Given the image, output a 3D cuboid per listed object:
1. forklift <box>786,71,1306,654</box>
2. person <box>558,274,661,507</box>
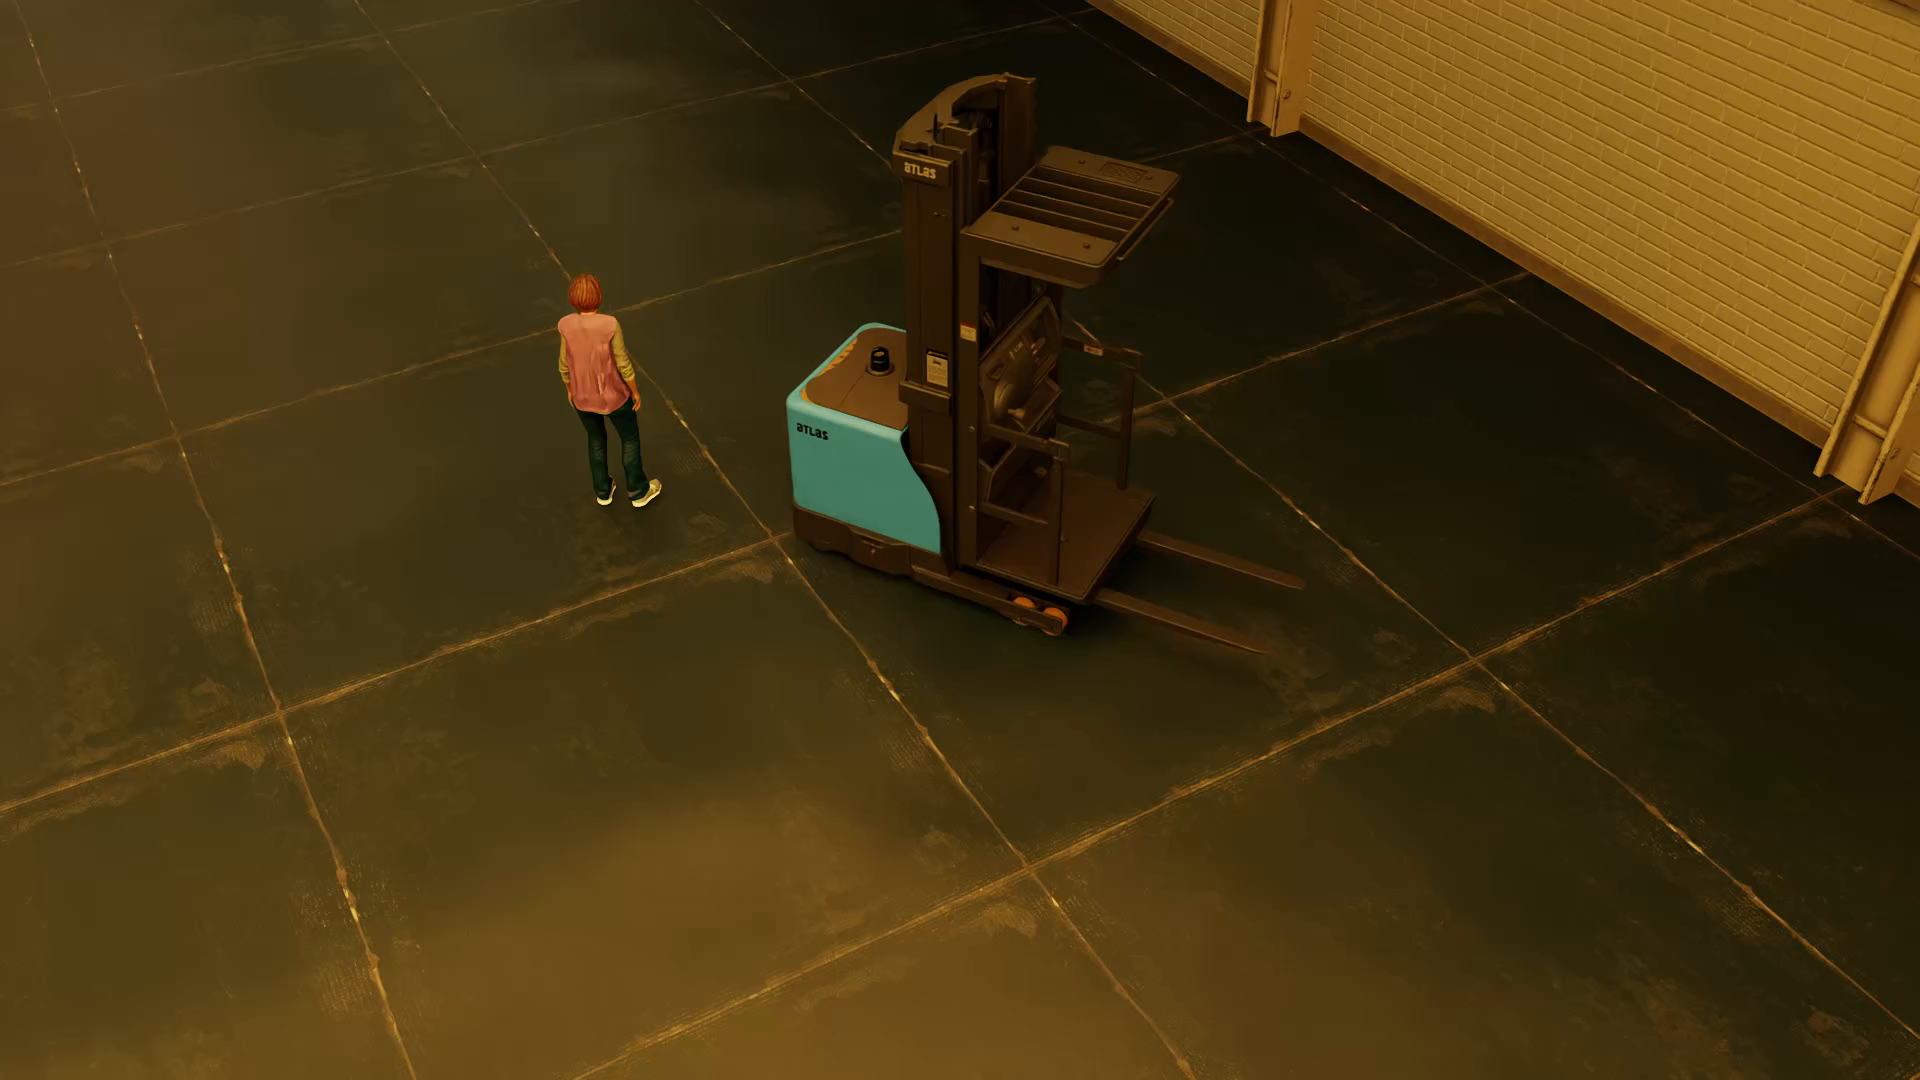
[{"bbox_3d":[0.520,-0.963,9.197,3.031,2.935,1.130,18,43,21],"label":"forklift"},{"bbox_3d":[-2.175,-0.881,10.148,0.476,1.592,0.347,5,40,6],"label":"person"}]
